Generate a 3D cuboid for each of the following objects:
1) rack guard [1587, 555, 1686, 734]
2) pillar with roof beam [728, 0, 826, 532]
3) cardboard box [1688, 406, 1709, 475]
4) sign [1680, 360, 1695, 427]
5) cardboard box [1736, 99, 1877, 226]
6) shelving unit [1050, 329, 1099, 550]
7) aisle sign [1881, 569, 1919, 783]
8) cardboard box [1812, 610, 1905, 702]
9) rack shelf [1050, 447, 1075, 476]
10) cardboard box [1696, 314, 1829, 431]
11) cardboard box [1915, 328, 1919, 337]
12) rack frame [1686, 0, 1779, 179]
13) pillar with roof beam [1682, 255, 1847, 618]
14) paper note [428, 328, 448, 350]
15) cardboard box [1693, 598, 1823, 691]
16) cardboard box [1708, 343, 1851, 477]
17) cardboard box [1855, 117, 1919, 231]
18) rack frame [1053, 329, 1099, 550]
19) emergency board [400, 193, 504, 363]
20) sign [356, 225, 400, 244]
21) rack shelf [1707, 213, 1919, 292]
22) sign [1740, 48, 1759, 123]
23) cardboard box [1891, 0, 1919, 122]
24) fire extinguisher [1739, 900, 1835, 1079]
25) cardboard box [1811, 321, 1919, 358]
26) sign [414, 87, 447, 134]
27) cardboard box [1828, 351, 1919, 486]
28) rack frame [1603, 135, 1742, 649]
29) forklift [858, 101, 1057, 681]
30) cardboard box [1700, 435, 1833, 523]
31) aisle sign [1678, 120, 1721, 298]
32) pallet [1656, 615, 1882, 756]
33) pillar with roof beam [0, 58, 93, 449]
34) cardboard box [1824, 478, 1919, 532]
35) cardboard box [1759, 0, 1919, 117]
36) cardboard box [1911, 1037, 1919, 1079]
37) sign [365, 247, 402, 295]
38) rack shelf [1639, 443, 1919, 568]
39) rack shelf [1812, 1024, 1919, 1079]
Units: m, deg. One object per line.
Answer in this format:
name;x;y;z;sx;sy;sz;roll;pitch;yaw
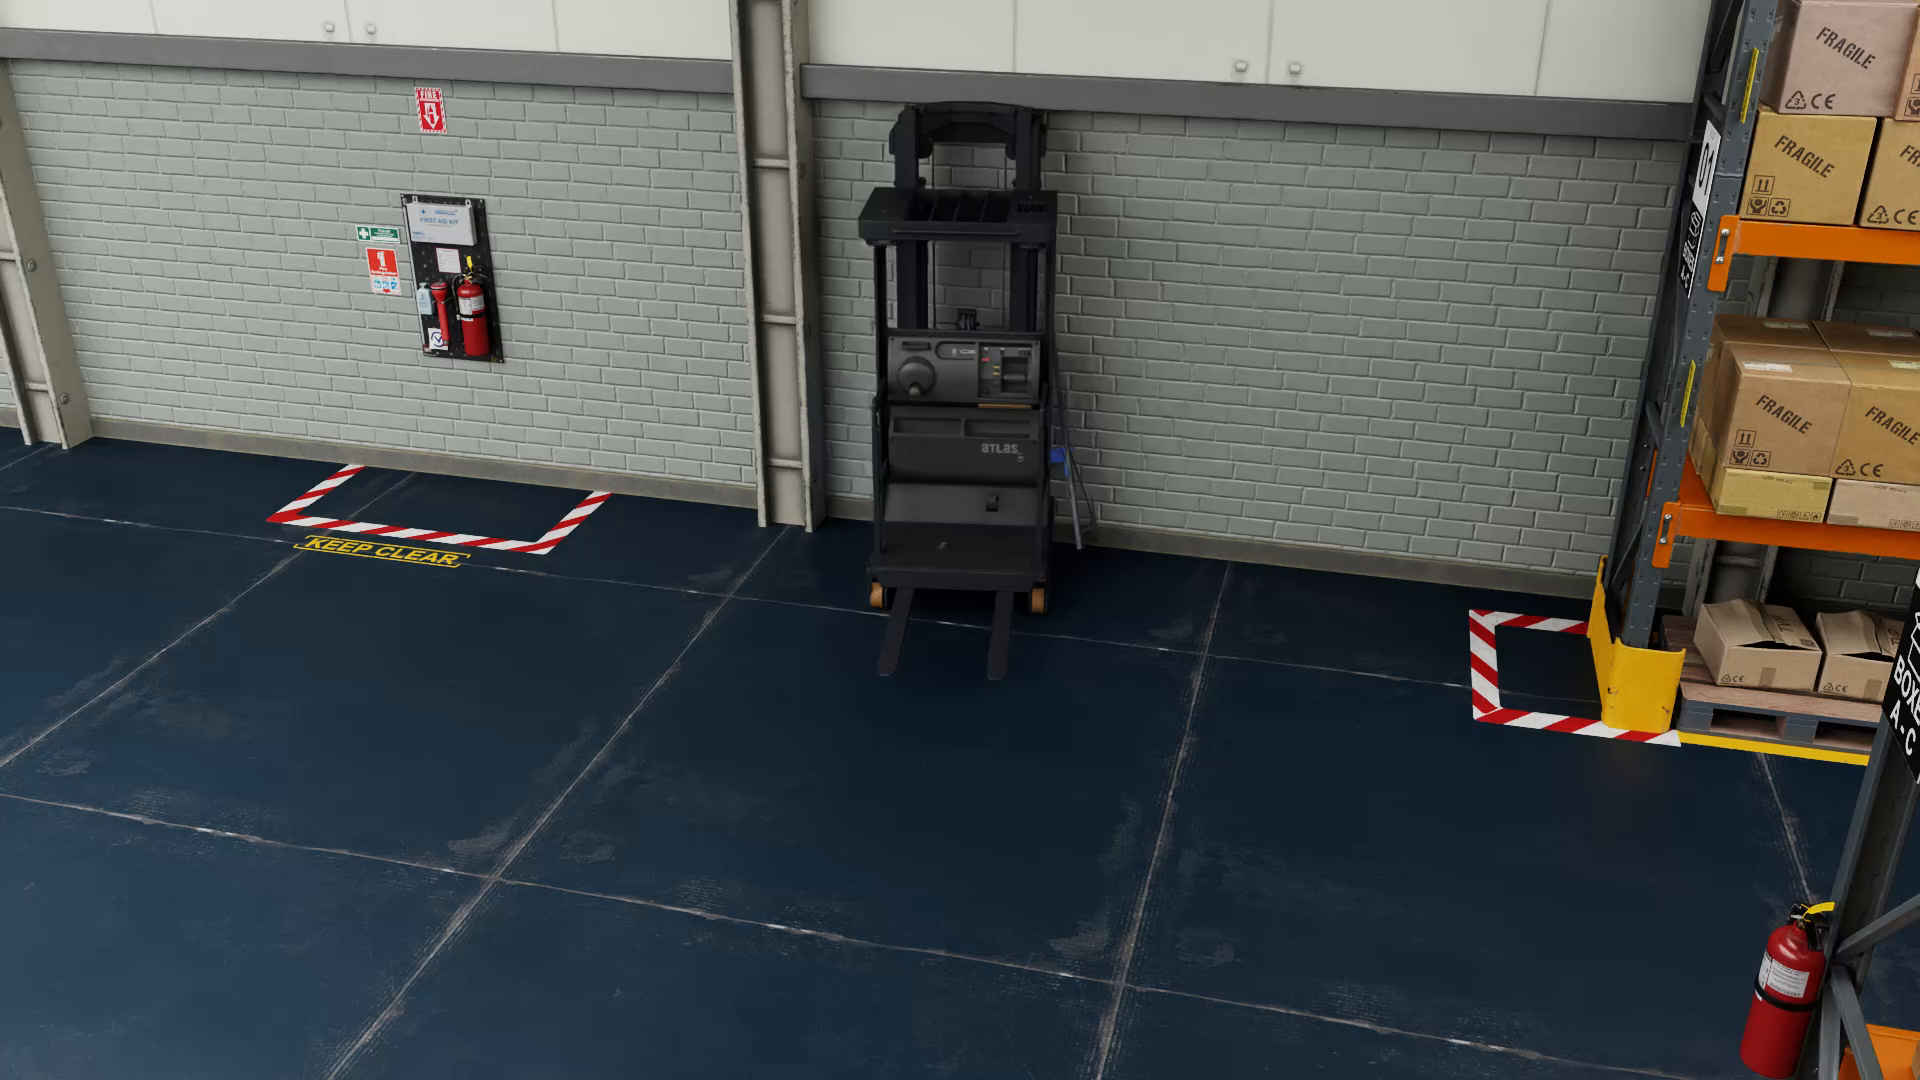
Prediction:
rack guard;3.833;0.573;9.466;0.348;0.500;1.175;6;26;13
pillar with roof beam;-2.230;-2.408;5.840;0.400;9.000;9.100;6;26;13
cardboard box;4.260;-0.536;9.038;0.500;0.250;0.500;7;26;14
sign;3.624;-0.729;8.285;0.005;0.325;0.100;6;26;13
cardboard box;4.021;-1.833;7.981;0.500;0.500;0.500;7;26;14
shelving unit;0.259;-0.653;10.990;1.048;1.500;0.538;-7;4;18
aisle sign;2.539;0.195;4.326;0.004;0.787;0.394;6;26;13
cardboard box;4.959;0.624;9.066;0.500;0.311;0.500;9;27;17
rack shelf;0.283;-0.475;11.002;1.000;0.185;0.538;-7;4;18
cardboard box;4.269;-0.882;8.892;0.500;0.500;0.500;6;26;12
cardboard box;5.256;-0.771;8.658;0.500;0.500;0.500;6;26;12
rack frame;3.759;-3.273;7.656;0.127;3.000;1.000;6;26;13
pillar with roof beam;3.580;-1.766;4.490;0.400;9.000;9.100;6;26;13
paper note;-3.696;-1.422;11.772;0.142;0.148;0.016;6;26;13
cardboard box;4.407;0.563;9.195;0.500;0.311;0.500;3;26;7
cardboard box;4.147;-0.668;8.442;0.500;0.500;0.500;6;26;13
cardboard box;4.532;-1.760;7.829;0.500;0.500;0.500;8;27;16
rack frame;0.739;-0.708;10.832;0.032;1.500;0.500;-7;4;18
emergency board;-3.542;-1.772;11.483;0.643;1.169;0.194;6;26;13
sign;-4.050;-2.125;11.567;0.331;0.109;0.001;6;26;13
rack shelf;5.696;-1.380;8.006;4.000;0.370;1.077;6;26;13
sign;3.624;-2.087;7.638;0.005;0.325;0.100;6;26;13
cardboard box;4.545;-2.207;7.604;0.500;0.500;0.500;6;26;12
fire extinguisher;2.530;1.327;5.062;0.183;0.674;0.296;6;26;13
cardboard box;4.754;-0.824;8.770;0.500;0.500;0.500;7;26;14
sign;-3.525;-2.861;11.073;0.199;0.298;0.001;6;26;13
cardboard box;4.623;-0.611;8.322;0.500;0.500;0.500;6;26;13
rack frame;3.759;-0.564;8.946;0.127;3.000;1.000;6;26;13
forklift;0.009;-1.015;9.972;1.130;2.935;3.031;2;26;4
cardboard box;4.153;-0.321;8.586;0.500;0.250;0.500;6;26;11
aisle sign;3.615;-1.621;8.141;0.004;0.787;0.394;6;26;13
pallet;4.611;0.805;9.314;1.213;0.211;1.003;6;26;13
pillar with roof beam;-8.041;-3.051;7.189;0.400;9.000;9.100;6;26;13
cardboard box;4.659;-0.271;8.482;0.500;0.250;0.500;5;26;11
cardboard box;4.072;-2.282;7.761;0.500;0.500;0.500;4;26;9
cardboard box;2.978;1.509;4.475;0.500;0.500;0.700;6;26;13
sign;-4.052;-1.890;11.690;0.234;0.329;0.001;6;26;13
rack shelf;5.696;-0.025;8.650;4.000;0.370;1.077;6;26;13
rack shelf;4.466;2.037;4.318;4.000;0.370;1.077;6;26;13
